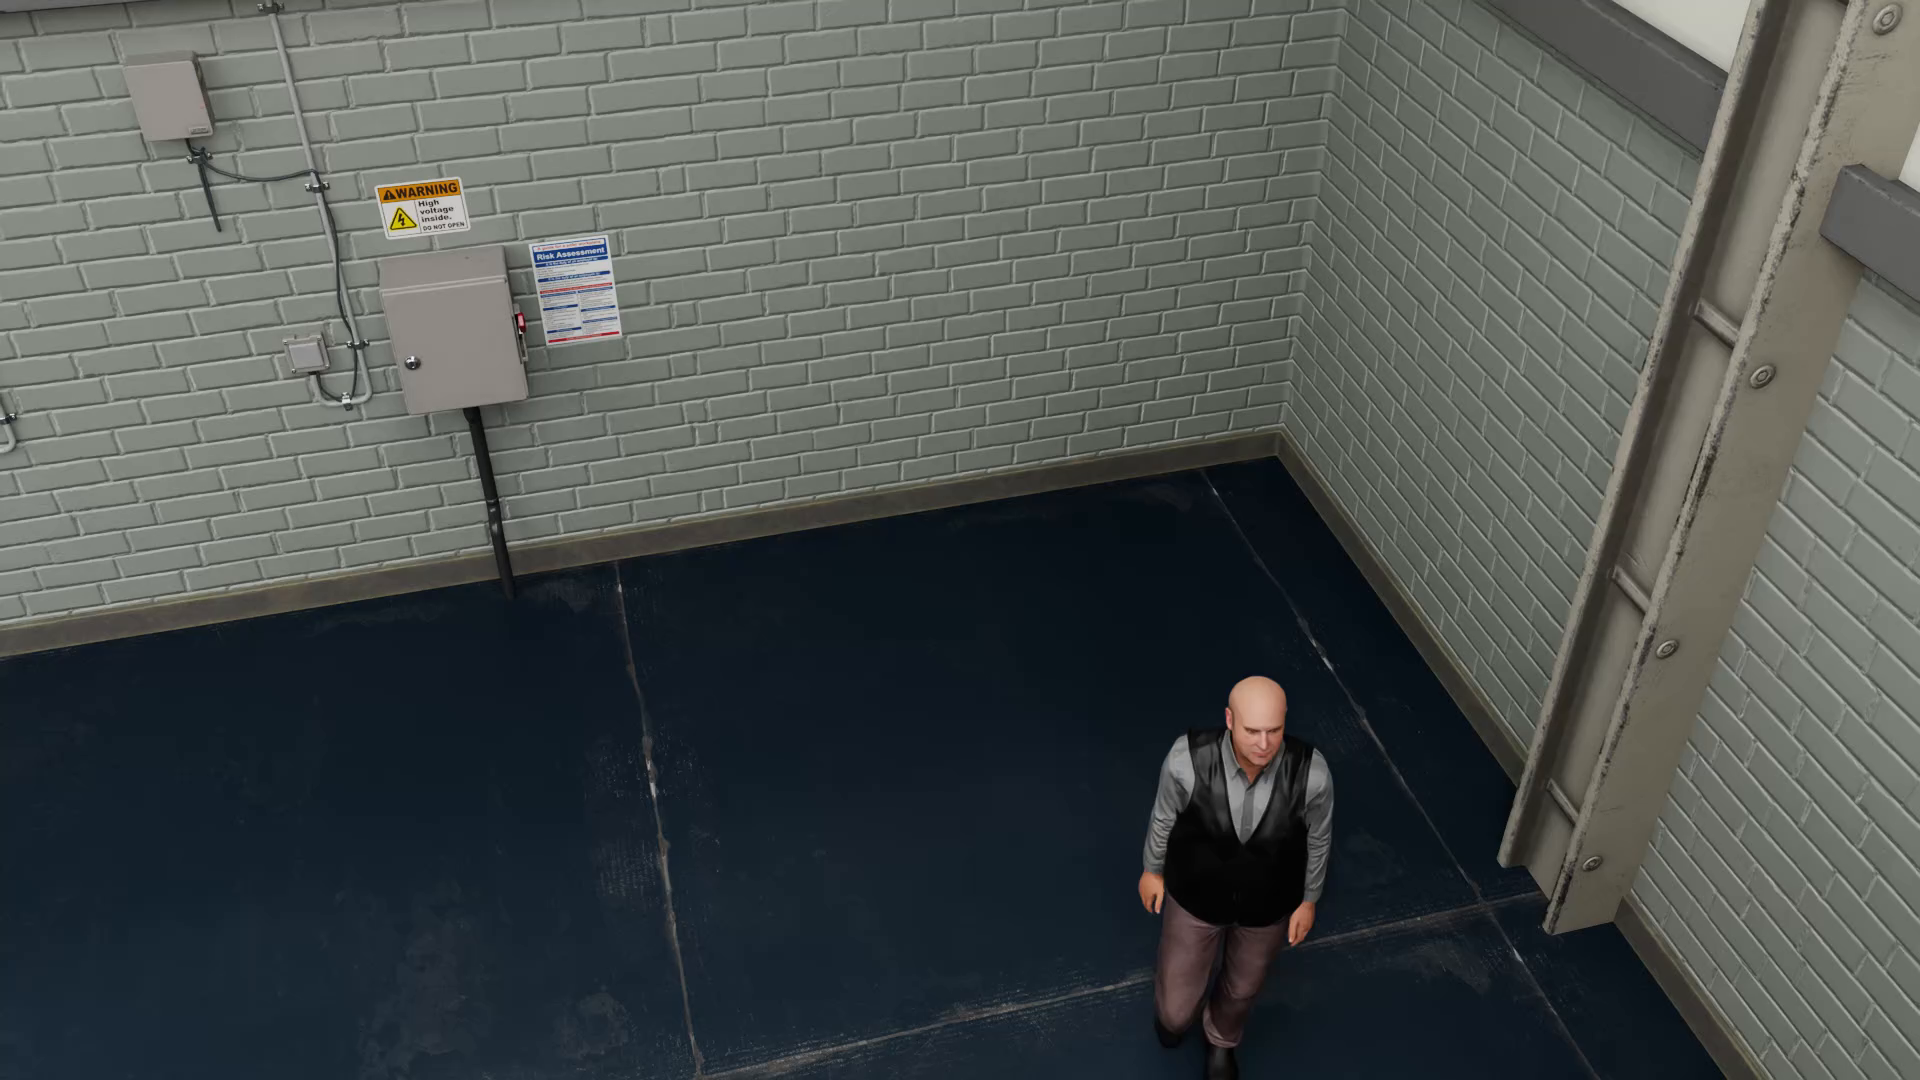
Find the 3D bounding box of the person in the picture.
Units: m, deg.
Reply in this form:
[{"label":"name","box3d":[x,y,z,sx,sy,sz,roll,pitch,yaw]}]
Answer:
[{"label":"person","box3d":[0.851,1.142,5.220,0.570,1.713,0.447,3,38,4]}]
